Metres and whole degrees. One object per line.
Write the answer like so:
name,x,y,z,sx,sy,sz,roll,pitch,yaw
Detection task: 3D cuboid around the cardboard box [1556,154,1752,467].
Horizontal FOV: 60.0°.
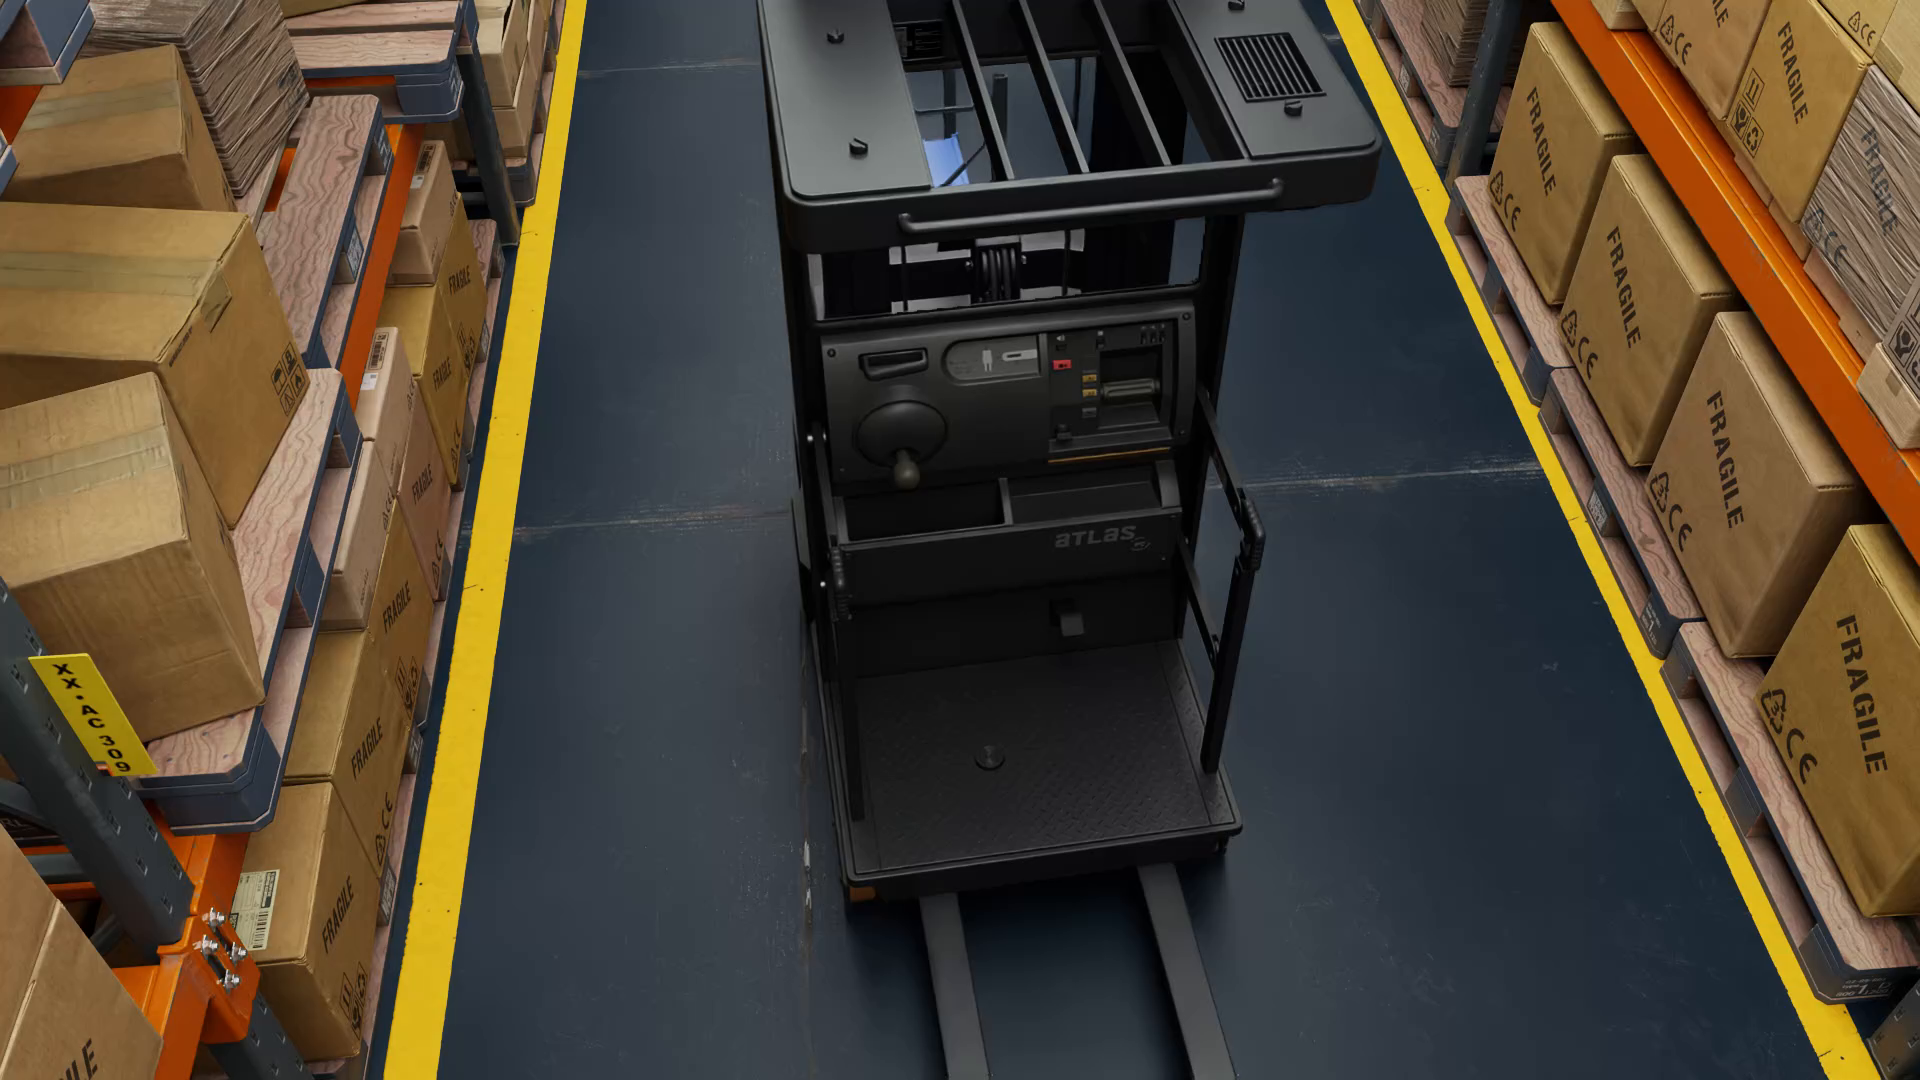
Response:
cardboard box,2.599,-0.793,5.626,0.750,0.750,0.750,-4,47,-3

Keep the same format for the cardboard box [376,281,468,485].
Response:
cardboard box,-1.980,-0.513,5.588,0.500,0.500,0.500,-5,47,-5

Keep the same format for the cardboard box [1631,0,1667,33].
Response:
cardboard box,2.421,-1.959,5.252,0.500,0.500,0.500,-2,47,-2

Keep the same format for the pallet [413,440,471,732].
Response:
pallet,-2.211,0.124,5.487,1.003,0.211,1.213,-3,47,-3

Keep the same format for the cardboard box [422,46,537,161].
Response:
cardboard box,-2.086,-1.854,7.044,0.500,0.250,0.500,-4,47,-3

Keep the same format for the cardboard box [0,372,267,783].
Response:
cardboard box,-1.817,0.101,3.230,0.700,0.500,0.500,-18,49,-16

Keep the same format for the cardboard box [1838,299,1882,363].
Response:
cardboard box,2.569,-0.555,4.369,0.380,0.149,0.250,-3,47,-3

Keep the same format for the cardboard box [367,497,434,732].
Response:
cardboard box,-1.888,0.232,4.883,0.500,0.500,0.500,-3,47,-3

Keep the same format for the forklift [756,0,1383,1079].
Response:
forklift,0.164,-0.261,3.978,1.130,2.935,3.031,-7,47,-6

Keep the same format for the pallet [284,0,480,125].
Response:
pallet,-2.209,-1.706,5.432,1.213,0.211,1.003,-3,47,-3

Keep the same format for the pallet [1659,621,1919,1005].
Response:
pallet,2.796,0.737,4.906,1.003,0.211,1.213,-3,47,-3

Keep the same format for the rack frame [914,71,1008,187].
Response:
rack frame,-0.105,-0.863,5.535,0.500,1.500,0.032,-7,47,-6

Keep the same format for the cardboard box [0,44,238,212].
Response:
cardboard box,-2.210,-0.817,4.100,0.700,0.500,0.500,-14,48,-13

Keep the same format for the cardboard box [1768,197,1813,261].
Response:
cardboard box,2.552,-0.930,4.724,0.380,0.149,0.250,-2,47,-2

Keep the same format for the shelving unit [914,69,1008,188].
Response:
shelving unit,-0.186,-1.228,5.880,0.538,1.500,1.048,-7,47,-6

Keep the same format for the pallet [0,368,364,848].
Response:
pallet,-1.959,0.117,3.705,1.003,0.211,1.213,-3,47,-3

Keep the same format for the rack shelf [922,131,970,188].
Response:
rack shelf,-0.186,-1.104,6.010,0.538,0.185,1.000,-7,47,-6

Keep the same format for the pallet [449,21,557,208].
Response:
pallet,-2.365,-1.897,7.401,1.003,0.211,1.213,-3,47,-3

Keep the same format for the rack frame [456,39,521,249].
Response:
rack frame,-2.335,-2.258,5.822,1.000,3.000,0.127,-3,47,-3

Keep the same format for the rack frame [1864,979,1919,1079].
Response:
rack frame,2.936,0.332,3.369,1.000,3.000,0.127,-3,47,-3

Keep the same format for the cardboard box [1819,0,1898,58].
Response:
cardboard box,2.522,-1.500,4.300,0.500,0.250,0.500,-4,47,-4

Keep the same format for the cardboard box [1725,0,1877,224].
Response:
cardboard box,2.513,-1.223,4.555,0.500,0.500,0.500,-2,47,-2

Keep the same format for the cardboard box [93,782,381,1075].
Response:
cardboard box,-1.798,0.980,4.175,0.500,0.500,0.500,-5,47,-5

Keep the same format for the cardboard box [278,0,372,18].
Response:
cardboard box,-2.170,-1.988,5.209,0.700,0.500,0.500,-18,49,-16

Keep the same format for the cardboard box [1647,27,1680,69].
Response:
cardboard box,2.492,-1.675,5.430,0.380,0.149,0.250,-4,47,-4

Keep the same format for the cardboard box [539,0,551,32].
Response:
cardboard box,-2.179,-2.593,7.744,0.500,0.250,0.500,-5,47,-4

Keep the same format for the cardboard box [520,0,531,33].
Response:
cardboard box,-2.139,-2.426,7.200,0.500,0.311,0.500,-5,47,-4

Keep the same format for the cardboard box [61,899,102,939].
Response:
cardboard box,-2.327,1.005,4.151,0.500,0.500,0.500,-4,47,-4

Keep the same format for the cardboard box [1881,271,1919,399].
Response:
cardboard box,2.593,-0.498,3.869,0.500,0.500,0.500,-3,47,-3

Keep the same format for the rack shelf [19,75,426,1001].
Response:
rack shelf,-2.168,-0.564,4.713,1.077,0.370,4.000,-3,47,-3

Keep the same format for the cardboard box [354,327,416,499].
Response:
cardboard box,-1.924,-0.365,4.932,0.500,0.250,0.500,-4,47,-4

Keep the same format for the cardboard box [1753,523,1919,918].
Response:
cardboard box,2.752,0.465,4.435,0.750,0.750,0.750,-3,47,-3

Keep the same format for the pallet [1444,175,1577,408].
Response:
pallet,2.592,-1.028,6.578,1.003,0.211,1.213,-3,47,-3

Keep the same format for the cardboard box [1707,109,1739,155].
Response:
cardboard box,2.533,-1.301,5.075,0.380,0.149,0.250,-3,47,-3

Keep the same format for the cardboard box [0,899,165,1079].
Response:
cardboard box,-1.703,0.948,2.718,0.500,0.500,0.500,-3,47,-3
